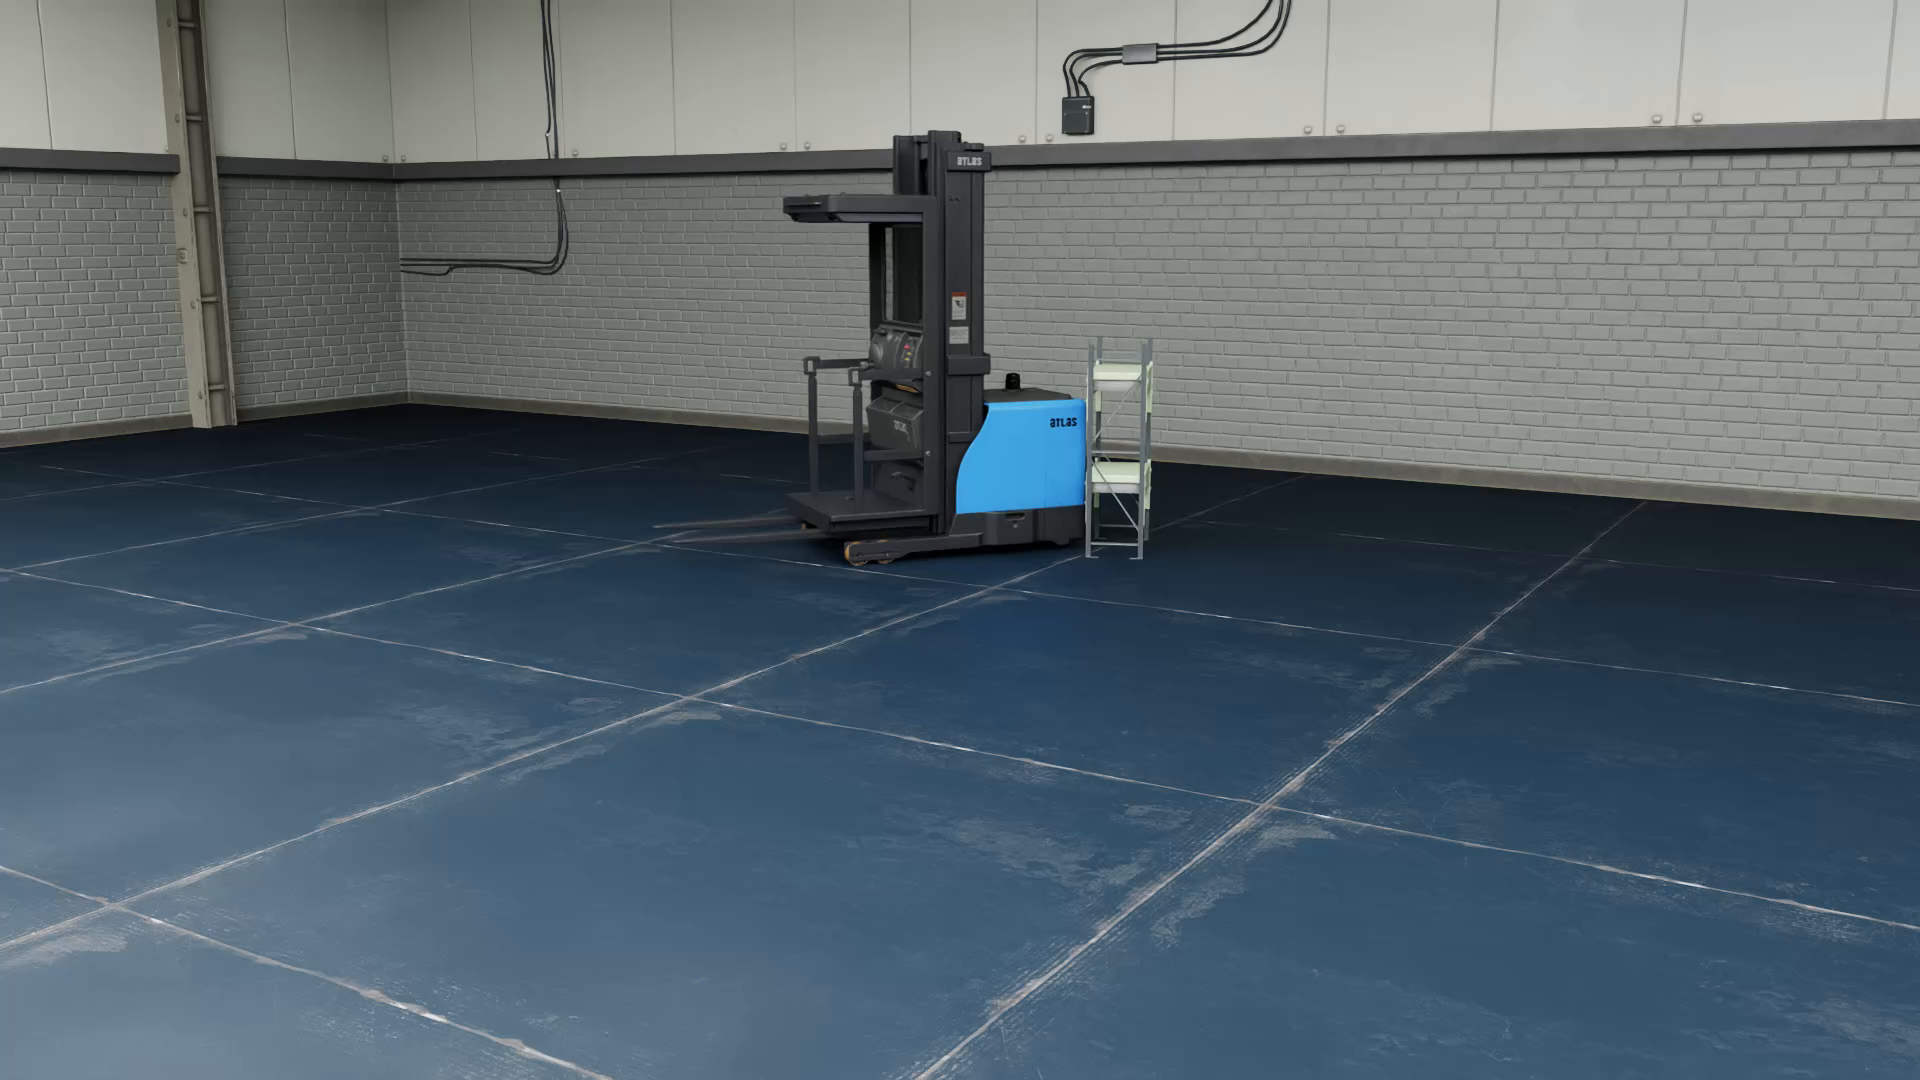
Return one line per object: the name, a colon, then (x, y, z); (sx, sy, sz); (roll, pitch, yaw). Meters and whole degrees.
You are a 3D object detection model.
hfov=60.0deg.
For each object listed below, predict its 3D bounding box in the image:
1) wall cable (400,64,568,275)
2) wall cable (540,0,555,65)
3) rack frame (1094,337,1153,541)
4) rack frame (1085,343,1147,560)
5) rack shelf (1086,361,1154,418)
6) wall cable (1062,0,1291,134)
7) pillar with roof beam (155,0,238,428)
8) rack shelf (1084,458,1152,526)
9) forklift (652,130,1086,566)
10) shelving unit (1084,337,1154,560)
wall cable: (-6.096, -4.576, 20.794); (3.097, 2.526, 0.112); (6, 12, 31)
wall cable: (-3.784, -6.800, 18.949); (3.097, 2.526, 0.112); (6, 12, 31)
rack frame: (1.202, -0.740, 12.248); (0.400, 1.500, 0.023); (2, 11, 9)
rack frame: (1.082, -0.607, 11.538); (0.400, 1.500, 0.023); (2, 11, 9)
rack shelf: (1.142, -1.058, 11.821); (0.431, 0.370, 0.720); (2, 11, 9)
wall cable: (2.009, -6.864, 15.337); (2.305, 6.003, 0.169); (6, 12, 31)
pillar with roof beam: (-5.077, -5.354, 16.511); (9.100, 9.000, 0.400); (6, 12, 31)
rack shelf: (1.142, -0.353, 11.953); (0.431, 0.370, 0.720); (2, 11, 9)
forklift: (-0.641, -1.372, 11.731); (3.031, 2.935, 1.130); (-4, 11, -23)
shelving unit: (1.142, -0.674, 11.893); (0.431, 1.500, 0.755); (2, 11, 9)
